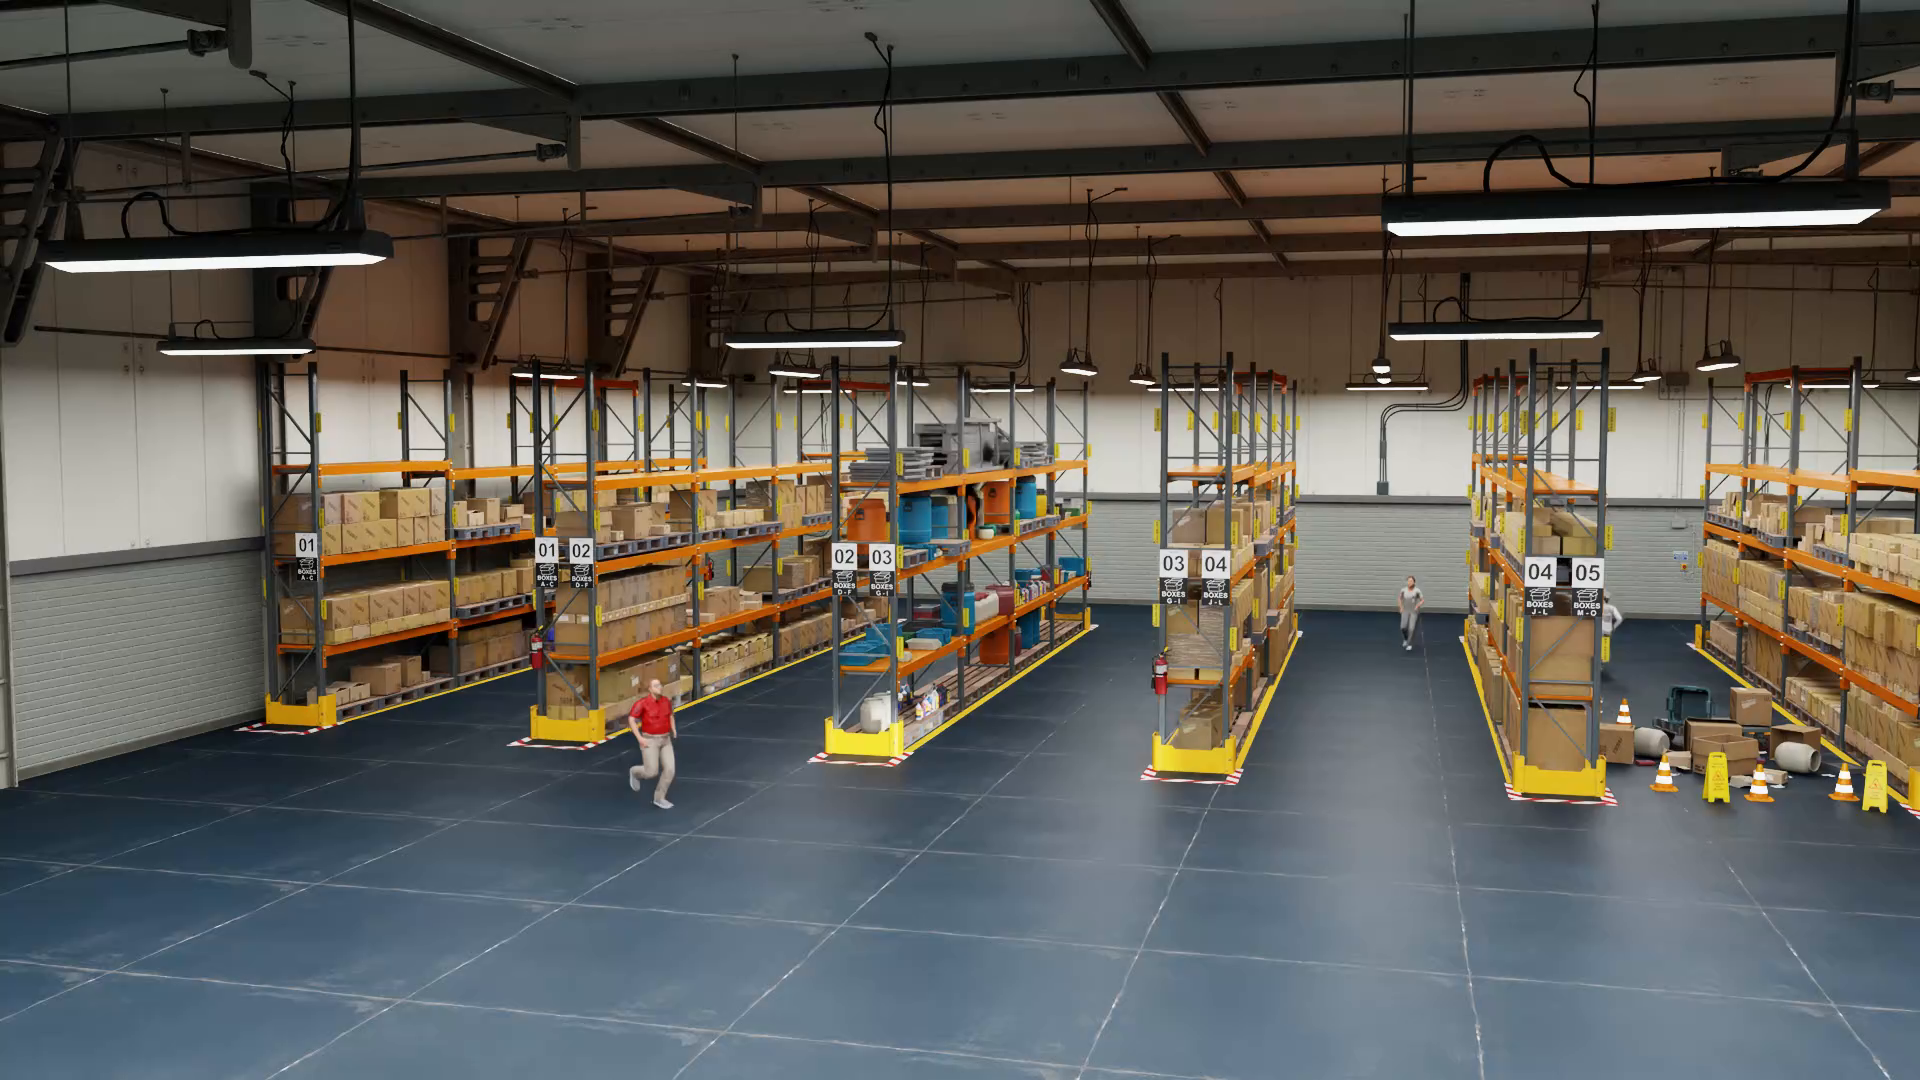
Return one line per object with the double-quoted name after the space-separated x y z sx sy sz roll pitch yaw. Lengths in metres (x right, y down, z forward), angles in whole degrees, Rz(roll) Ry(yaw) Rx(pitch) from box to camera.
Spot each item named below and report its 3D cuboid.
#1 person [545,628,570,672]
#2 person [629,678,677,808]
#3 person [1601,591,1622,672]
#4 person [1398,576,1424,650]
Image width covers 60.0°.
-6.979 2.118 29.043 0.573 1.672 0.932 1 4 9 "person"
-4.013 2.645 21.780 0.683 1.685 0.659 -4 6 -44 "person"
12.813 1.835 33.110 0.626 1.667 0.826 0 4 5 "person"
9.921 1.613 36.624 0.583 1.637 0.549 2 4 23 "person"
